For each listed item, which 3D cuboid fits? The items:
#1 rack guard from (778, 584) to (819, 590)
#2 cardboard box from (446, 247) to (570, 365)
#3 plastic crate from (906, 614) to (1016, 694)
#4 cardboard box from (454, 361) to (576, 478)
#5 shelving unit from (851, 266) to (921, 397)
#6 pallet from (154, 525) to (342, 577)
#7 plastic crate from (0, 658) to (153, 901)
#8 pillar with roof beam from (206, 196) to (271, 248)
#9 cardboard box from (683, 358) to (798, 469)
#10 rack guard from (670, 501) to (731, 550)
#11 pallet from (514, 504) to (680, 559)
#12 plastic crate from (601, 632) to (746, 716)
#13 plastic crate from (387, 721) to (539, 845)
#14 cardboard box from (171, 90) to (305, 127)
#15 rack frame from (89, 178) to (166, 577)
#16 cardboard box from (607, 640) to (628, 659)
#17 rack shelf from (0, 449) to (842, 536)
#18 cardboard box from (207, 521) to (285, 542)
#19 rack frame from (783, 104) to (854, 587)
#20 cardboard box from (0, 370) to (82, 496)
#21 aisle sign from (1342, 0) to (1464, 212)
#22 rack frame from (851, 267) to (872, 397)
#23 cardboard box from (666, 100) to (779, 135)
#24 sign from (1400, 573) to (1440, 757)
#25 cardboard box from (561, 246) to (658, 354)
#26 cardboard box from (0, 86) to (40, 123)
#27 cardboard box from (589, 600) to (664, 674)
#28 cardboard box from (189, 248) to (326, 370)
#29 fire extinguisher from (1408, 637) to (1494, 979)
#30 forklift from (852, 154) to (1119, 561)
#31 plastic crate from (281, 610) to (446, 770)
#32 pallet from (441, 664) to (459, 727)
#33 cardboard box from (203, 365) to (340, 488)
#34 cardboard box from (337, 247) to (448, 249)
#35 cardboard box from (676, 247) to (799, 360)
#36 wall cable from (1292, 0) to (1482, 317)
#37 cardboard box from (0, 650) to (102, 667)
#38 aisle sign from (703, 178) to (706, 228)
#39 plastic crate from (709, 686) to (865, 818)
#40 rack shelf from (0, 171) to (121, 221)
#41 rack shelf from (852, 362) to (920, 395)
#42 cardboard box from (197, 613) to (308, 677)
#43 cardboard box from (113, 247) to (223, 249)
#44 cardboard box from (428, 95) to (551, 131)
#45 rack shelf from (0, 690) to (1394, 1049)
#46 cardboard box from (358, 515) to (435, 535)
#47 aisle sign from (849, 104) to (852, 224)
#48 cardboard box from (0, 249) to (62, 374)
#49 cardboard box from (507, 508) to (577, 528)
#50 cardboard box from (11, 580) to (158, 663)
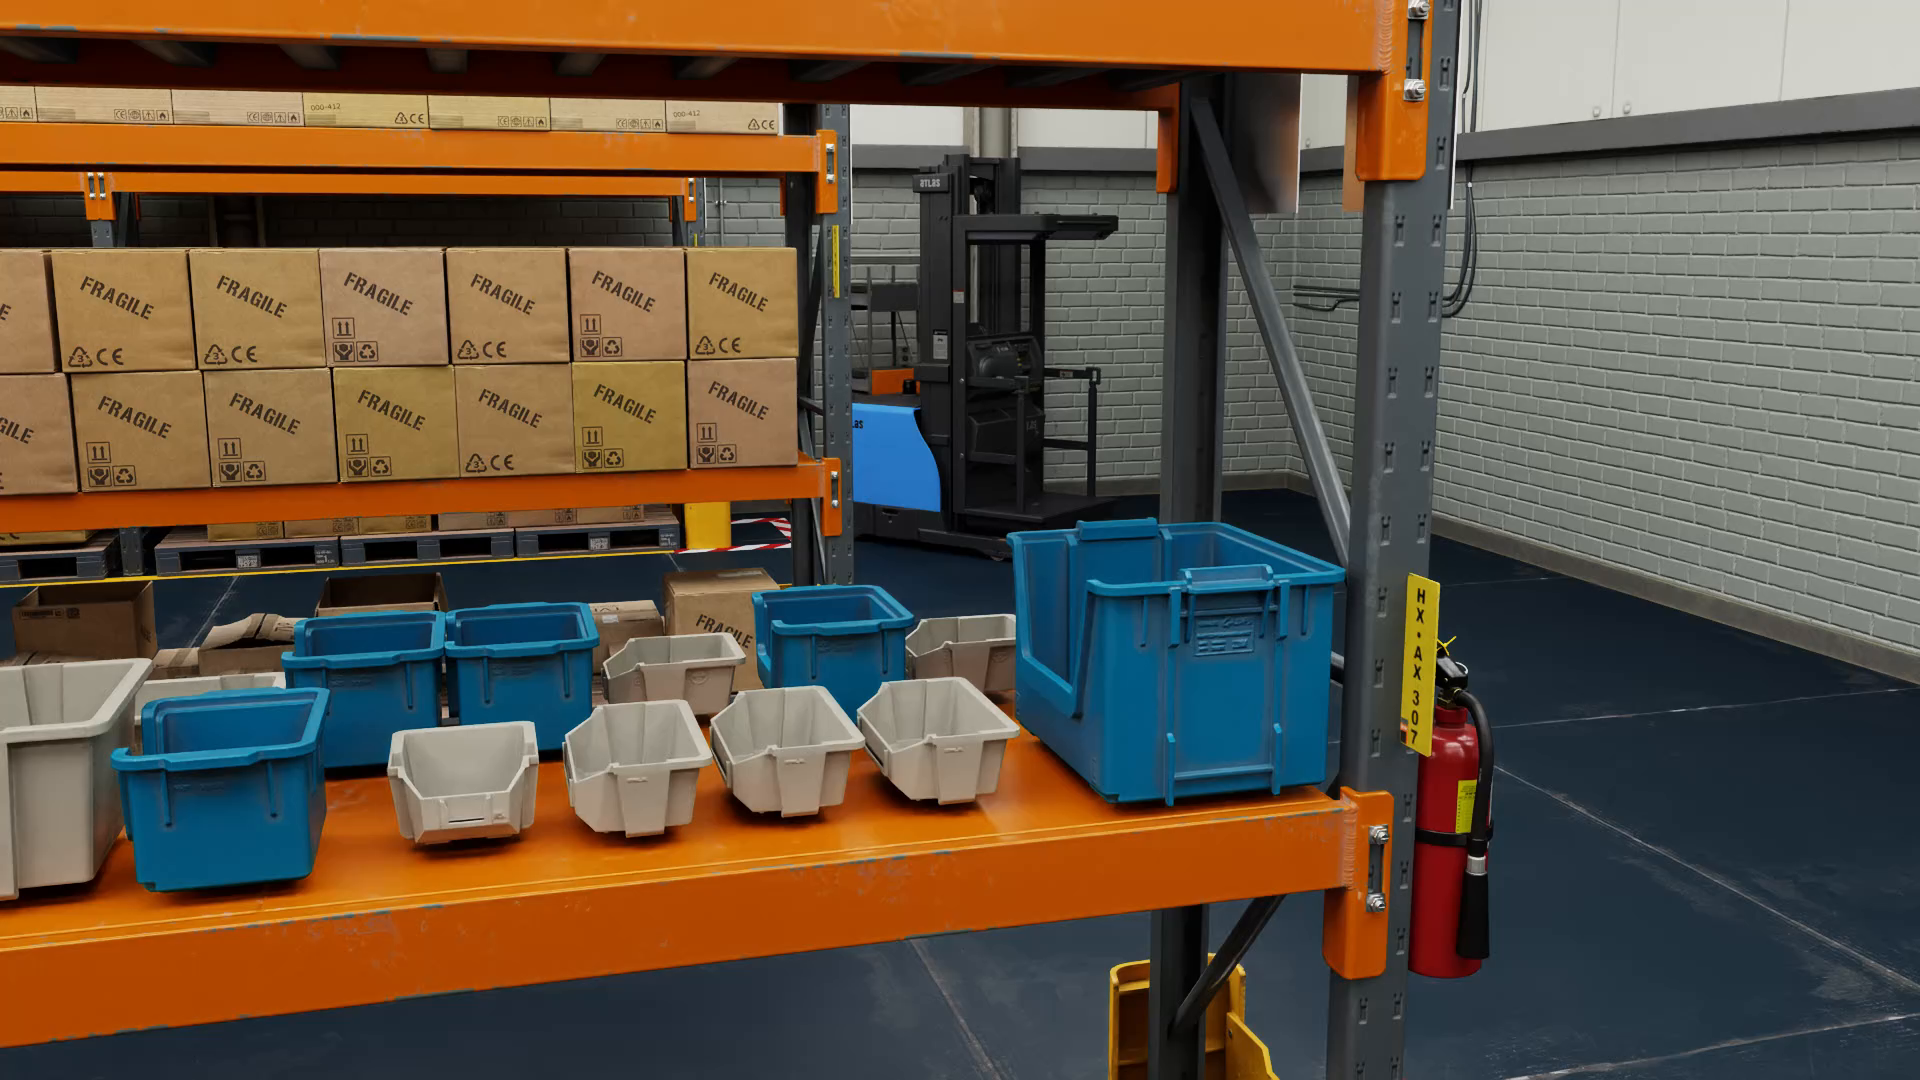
[{"bbox_3d":[-0.777,0.587,8.478,0.348,0.500,1.175,-3,11,-16],"label":"rack guard"},{"bbox_3d":[-2.035,-1.064,7.504,0.500,0.500,0.500,-3,11,-14],"label":"cardboard box"},{"bbox_3d":[0.017,0.272,3.845,0.298,0.136,0.250,-3,11,-16],"label":"plastic crate"},{"bbox_3d":[-2.035,-0.574,7.605,0.500,0.500,0.500,-3,11,-15],"label":"cardboard box"},{"bbox_3d":[-0.646,-1.222,13.881,0.503,2.100,0.431,-8,13,-36],"label":"shelving unit"},{"bbox_3d":[-5.180,0.042,12.237,1.213,0.211,1.003,-3,11,-16],"label":"pallet"},{"bbox_3d":[-1.646,0.401,2.745,0.530,0.282,0.437,-3,11,-16],"label":"plastic crate"},{"bbox_3d":[-4.299,-3.693,8.250,0.400,9.000,9.100,-3,11,-16],"label":"pillar with roof beam"},{"bbox_3d":[-1.058,-0.625,7.883,0.500,0.500,0.500,-3,11,-14],"label":"cardboard box"},{"bbox_3d":[-2.069,-0.279,13.182,0.348,0.500,1.175,-3,11,-16],"label":"rack guard"},{"bbox_3d":[-2.838,-0.082,12.908,1.213,0.211,1.003,-3,11,-16],"label":"pallet"},{"bbox_3d":[-0.634,0.307,3.659,0.298,0.136,0.250,-3,11,-16],"label":"plastic crate"},{"bbox_3d":[-0.877,0.437,2.953,0.250,0.136,0.298,-3,11,-16],"label":"plastic crate"},{"bbox_3d":[-3.046,-1.877,7.084,0.500,0.250,0.500,-3,11,-16],"label":"cardboard box"},{"bbox_3d":[-5.932,-1.305,11.849,0.127,3.000,1.000,-3,11,-16],"label":"rack frame"},{"bbox_3d":[-1.571,0.606,8.081,0.250,0.166,0.380,-3,11,-16],"label":"cardboard box"},{"bbox_3d":[-2.624,-0.191,7.788,4.000,0.370,1.077,-3,11,-16],"label":"rack shelf"},{"bbox_3d":[-5.186,-0.302,12.146,0.500,0.500,0.700,-3,11,-15],"label":"cardboard box"},{"bbox_3d":[-0.704,-0.646,8.272,0.127,3.000,1.000,-3,11,-16],"label":"rack frame"},{"bbox_3d":[-3.979,-0.471,7.046,0.500,0.500,0.500,-3,11,-14],"label":"cardboard box"},{"bbox_3d":[0.828,-1.016,3.102,0.004,0.787,0.394,-3,11,-16],"label":"aisle sign"},{"bbox_3d":[-0.842,-1.196,13.739,0.015,2.100,0.400,-8,13,-36],"label":"rack frame"},{"bbox_3d":[-1.123,-1.976,7.624,0.500,0.250,0.500,-3,11,-16],"label":"cardboard box"},{"bbox_3d":[0.847,0.230,3.064,0.005,0.325,0.100,-3,11,-16],"label":"sign"},{"bbox_3d":[-1.703,-1.183,8.149,0.500,0.500,0.500,-3,11,-15],"label":"cardboard box"},{"bbox_3d":[-4.008,-1.827,6.815,0.500,0.250,0.500,-3,11,-16],"label":"cardboard box"},{"bbox_3d":[-1.785,0.493,8.462,0.500,0.250,0.500,-3,11,-16],"label":"cardboard box"},{"bbox_3d":[-3.024,-1.012,7.220,0.500,0.500,0.500,-3,11,-18],"label":"cardboard box"},{"bbox_3d":[0.949,0.508,3.247,0.183,0.674,0.296,-3,11,-16],"label":"fire extinguisher"},{"bbox_3d":[0.513,-1.376,12.423,3.031,2.935,1.130,7,13,35],"label":"forklift"},{"bbox_3d":[-1.204,0.305,3.402,0.300,0.233,0.416,-3,11,-16],"label":"plastic crate"},{"bbox_3d":[-2.711,0.831,7.952,1.213,0.211,1.003,-3,11,-16],"label":"pallet"},{"bbox_3d":[-3.007,-0.523,7.326,0.500,0.500,0.500,-3,11,-16],"label":"cardboard box"},{"bbox_3d":[-2.672,-1.132,7.875,0.500,0.500,0.500,-3,11,-16],"label":"cardboard box"},{"bbox_3d":[-1.054,-1.117,7.791,0.500,0.500,0.500,-3,11,-16],"label":"cardboard box"},{"bbox_3d":[3.439,-3.155,13.904,0.112,2.526,3.097,-3,11,-16],"label":"wall cable"},{"bbox_3d":[-4.081,0.678,7.287,0.500,0.311,0.500,-3,11,-16],"label":"cardboard box"},{"bbox_3d":[-1.939,-2.737,12.450,0.004,0.787,0.394,-3,11,-16],"label":"aisle sign"},{"bbox_3d":[-0.337,0.400,3.151,0.243,0.136,0.396,-3,11,-16],"label":"plastic crate"},{"bbox_3d":[-7.853,-2.325,11.093,4.000,0.370,1.077,-3,11,-16],"label":"rack shelf"},{"bbox_3d":[-0.646,-1.209,13.884,0.480,0.518,0.431,-8,13,-36],"label":"rack shelf"},{"bbox_3d":[-3.356,0.546,8.007,0.500,0.311,0.500,-3,11,-16],"label":"cardboard box"},{"bbox_3d":[-3.640,-1.082,7.600,0.500,0.500,0.500,-3,11,-17],"label":"cardboard box"},{"bbox_3d":[-2.083,-1.925,7.347,0.500,0.250,0.500,-3,11,-16],"label":"cardboard box"},{"bbox_3d":[-1.243,0.670,3.109,4.000,0.370,1.077,-3,11,-16],"label":"rack shelf"},{"bbox_3d":[-4.209,-0.352,12.420,0.500,0.500,0.700,-3,11,-15],"label":"cardboard box"},{"bbox_3d":[-0.552,-1.875,7.766,0.004,0.787,0.394,-3,11,-16],"label":"aisle sign"},{"bbox_3d":[-4.013,-0.960,6.937,0.500,0.500,0.500,-3,11,-14],"label":"cardboard box"},{"bbox_3d":[-3.216,-0.406,12.713,0.500,0.500,0.700,-3,11,-16],"label":"cardboard box"},{"bbox_3d":[-4.076,0.491,7.784,0.500,0.500,0.500,-3,11,-16],"label":"cardboard box"}]
